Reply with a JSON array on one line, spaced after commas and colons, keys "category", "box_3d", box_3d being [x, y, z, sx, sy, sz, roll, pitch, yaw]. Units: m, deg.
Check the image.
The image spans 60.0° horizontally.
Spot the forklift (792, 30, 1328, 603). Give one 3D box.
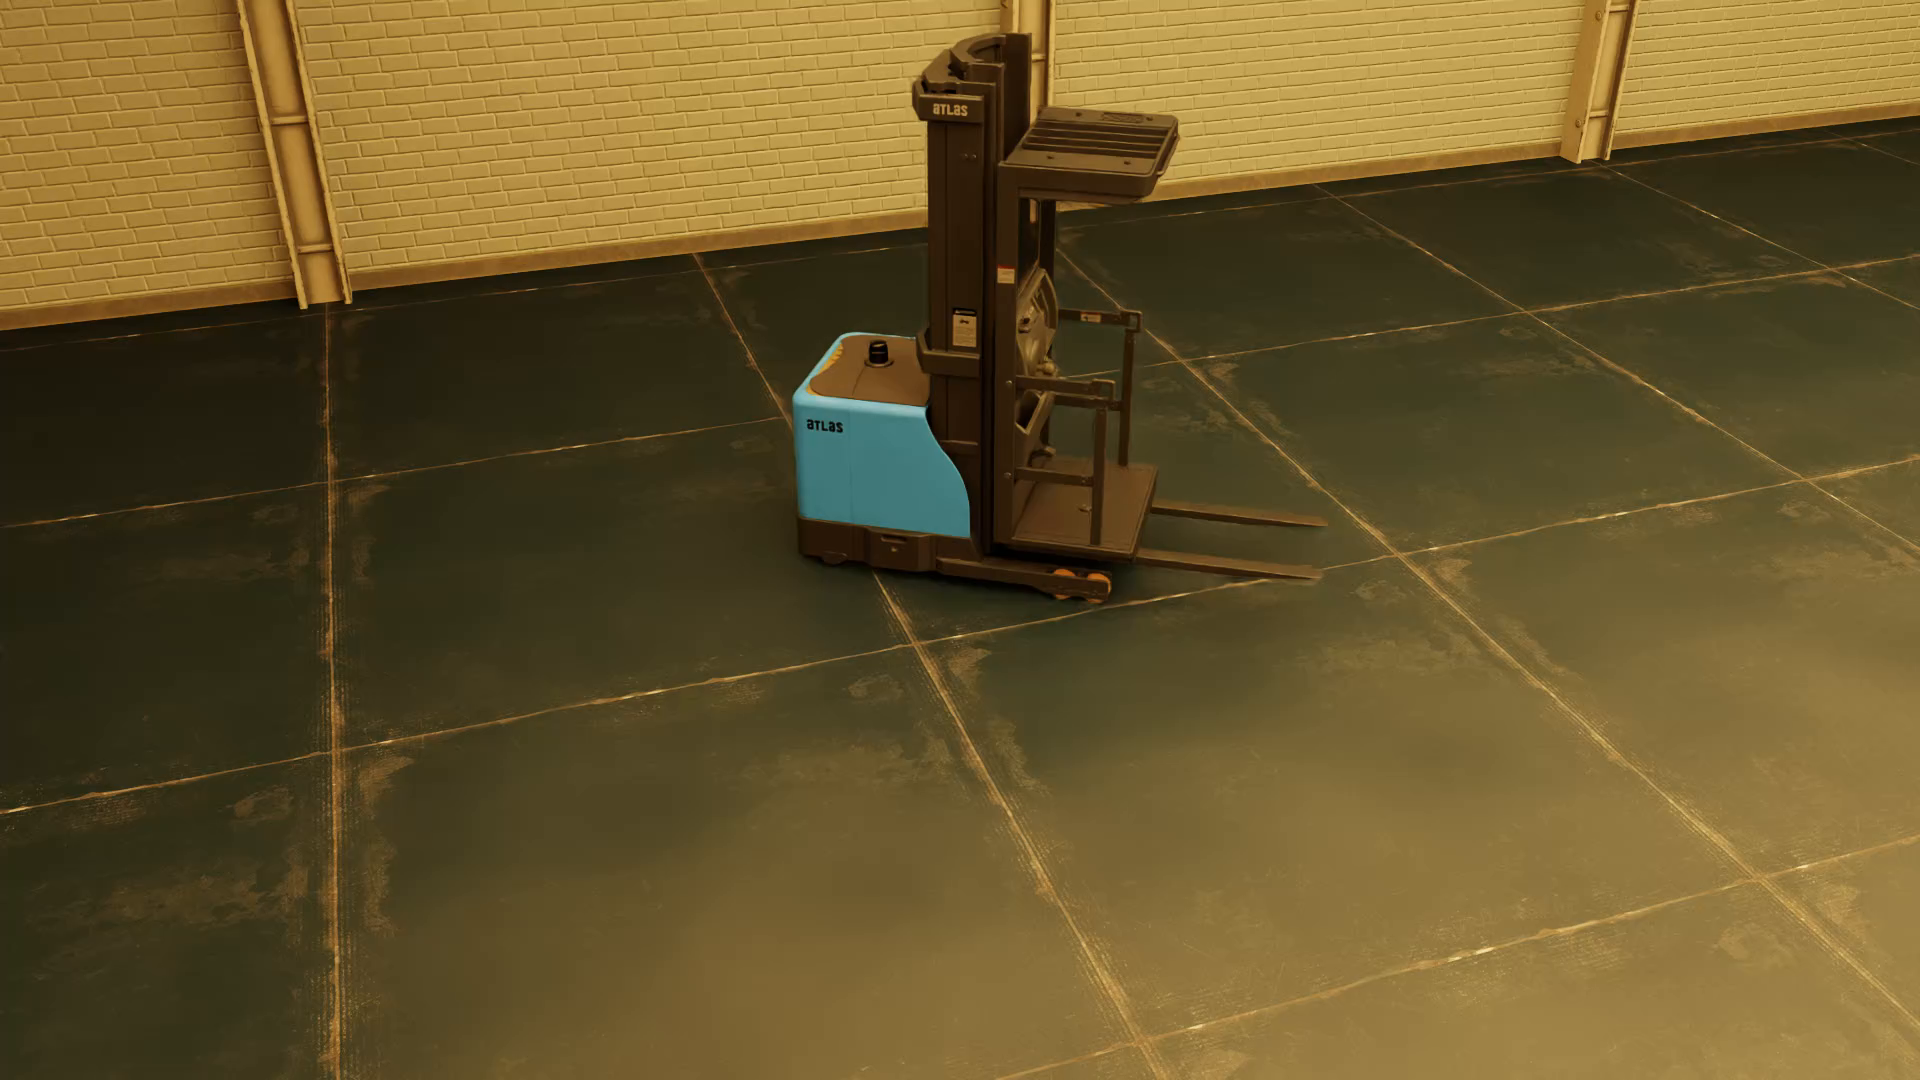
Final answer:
[{"category": "forklift", "box_3d": [0.614, -1.206, 9.183, 3.031, 2.935, 1.130, 7, 31, 12]}]

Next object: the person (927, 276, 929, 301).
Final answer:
[{"category": "person", "box_3d": [0.070, -1.685, 11.575, 0.656, 1.379, 1.138, -3, 30, -5]}]
